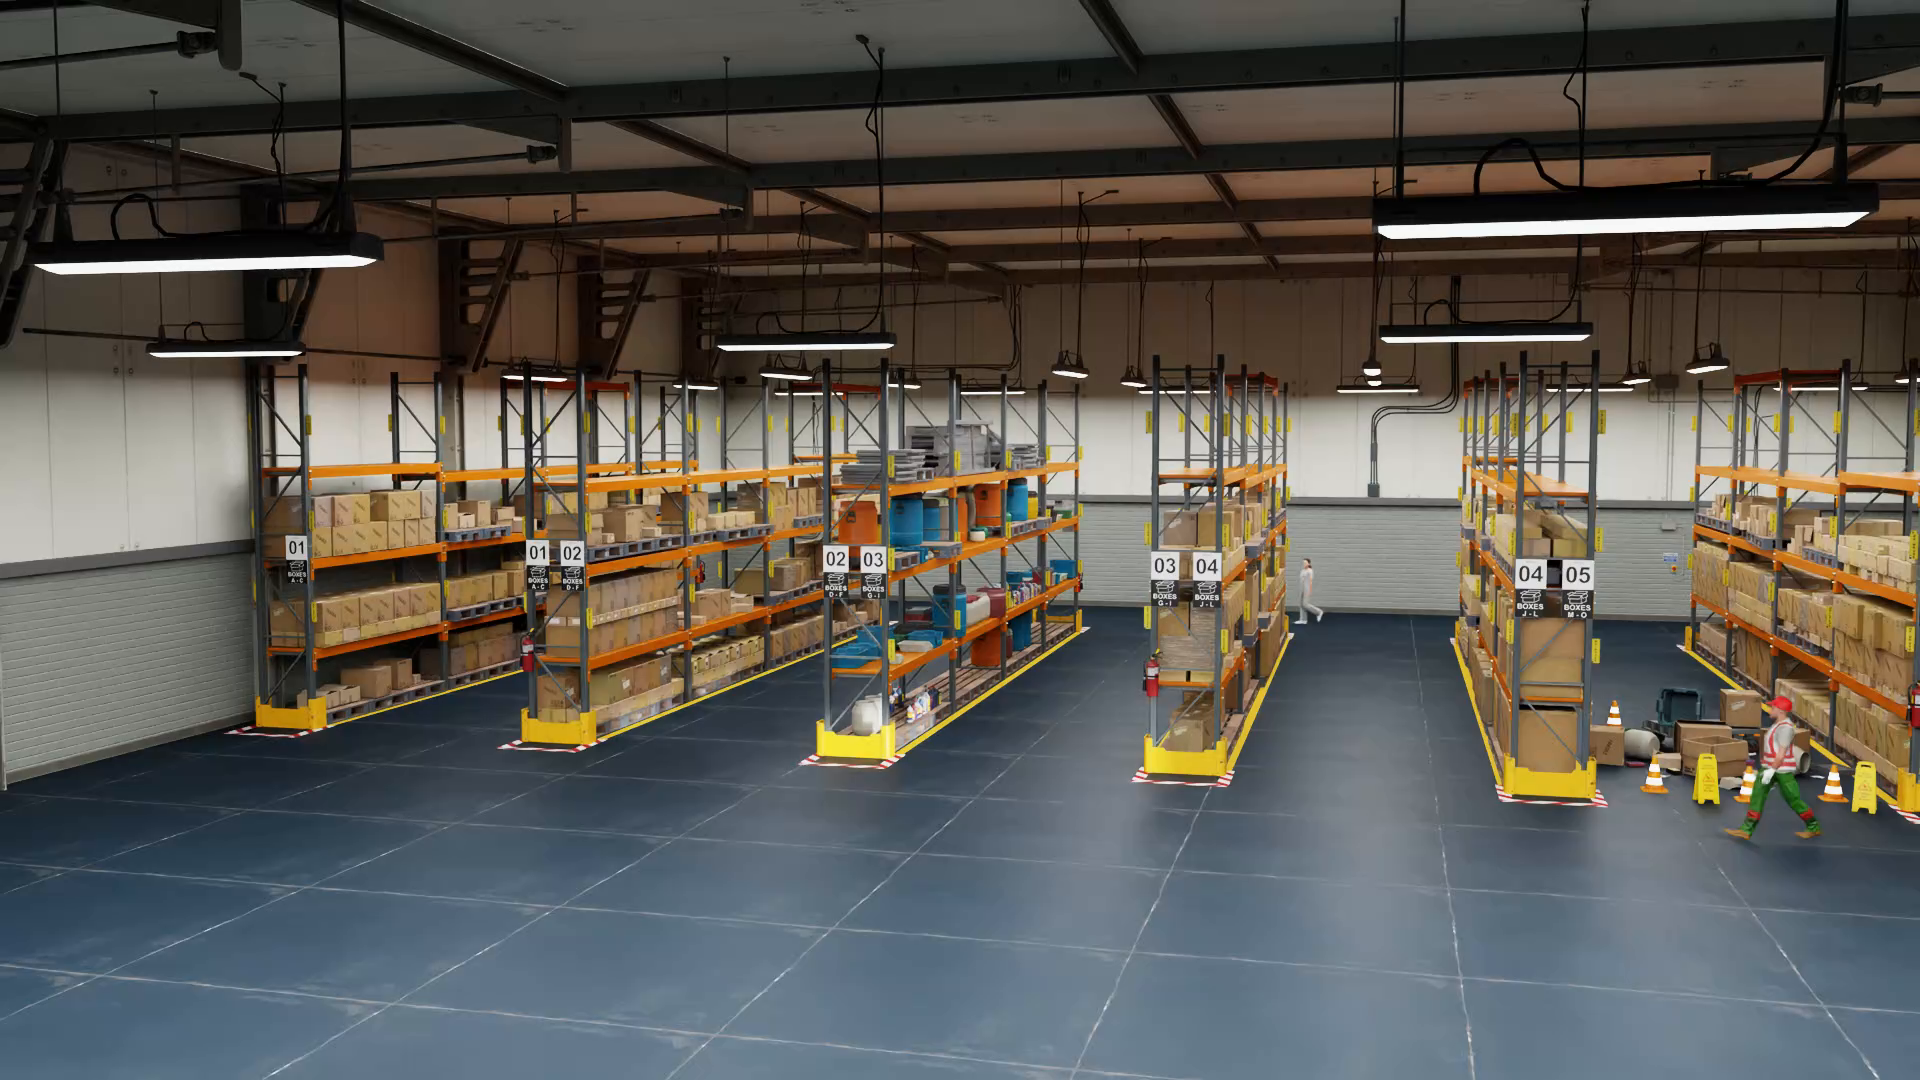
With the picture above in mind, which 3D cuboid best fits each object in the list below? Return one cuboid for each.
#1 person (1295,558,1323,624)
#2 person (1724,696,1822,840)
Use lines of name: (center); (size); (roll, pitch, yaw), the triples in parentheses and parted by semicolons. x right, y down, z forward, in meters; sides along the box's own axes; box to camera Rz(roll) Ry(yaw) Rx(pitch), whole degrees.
person: (8.756, 1.286, 41.732); (0.651, 1.662, 0.449); (-1, 4, -8)
person: (9.801, 2.754, 19.937); (1.063, 1.753, 0.493); (-1, 4, -8)
